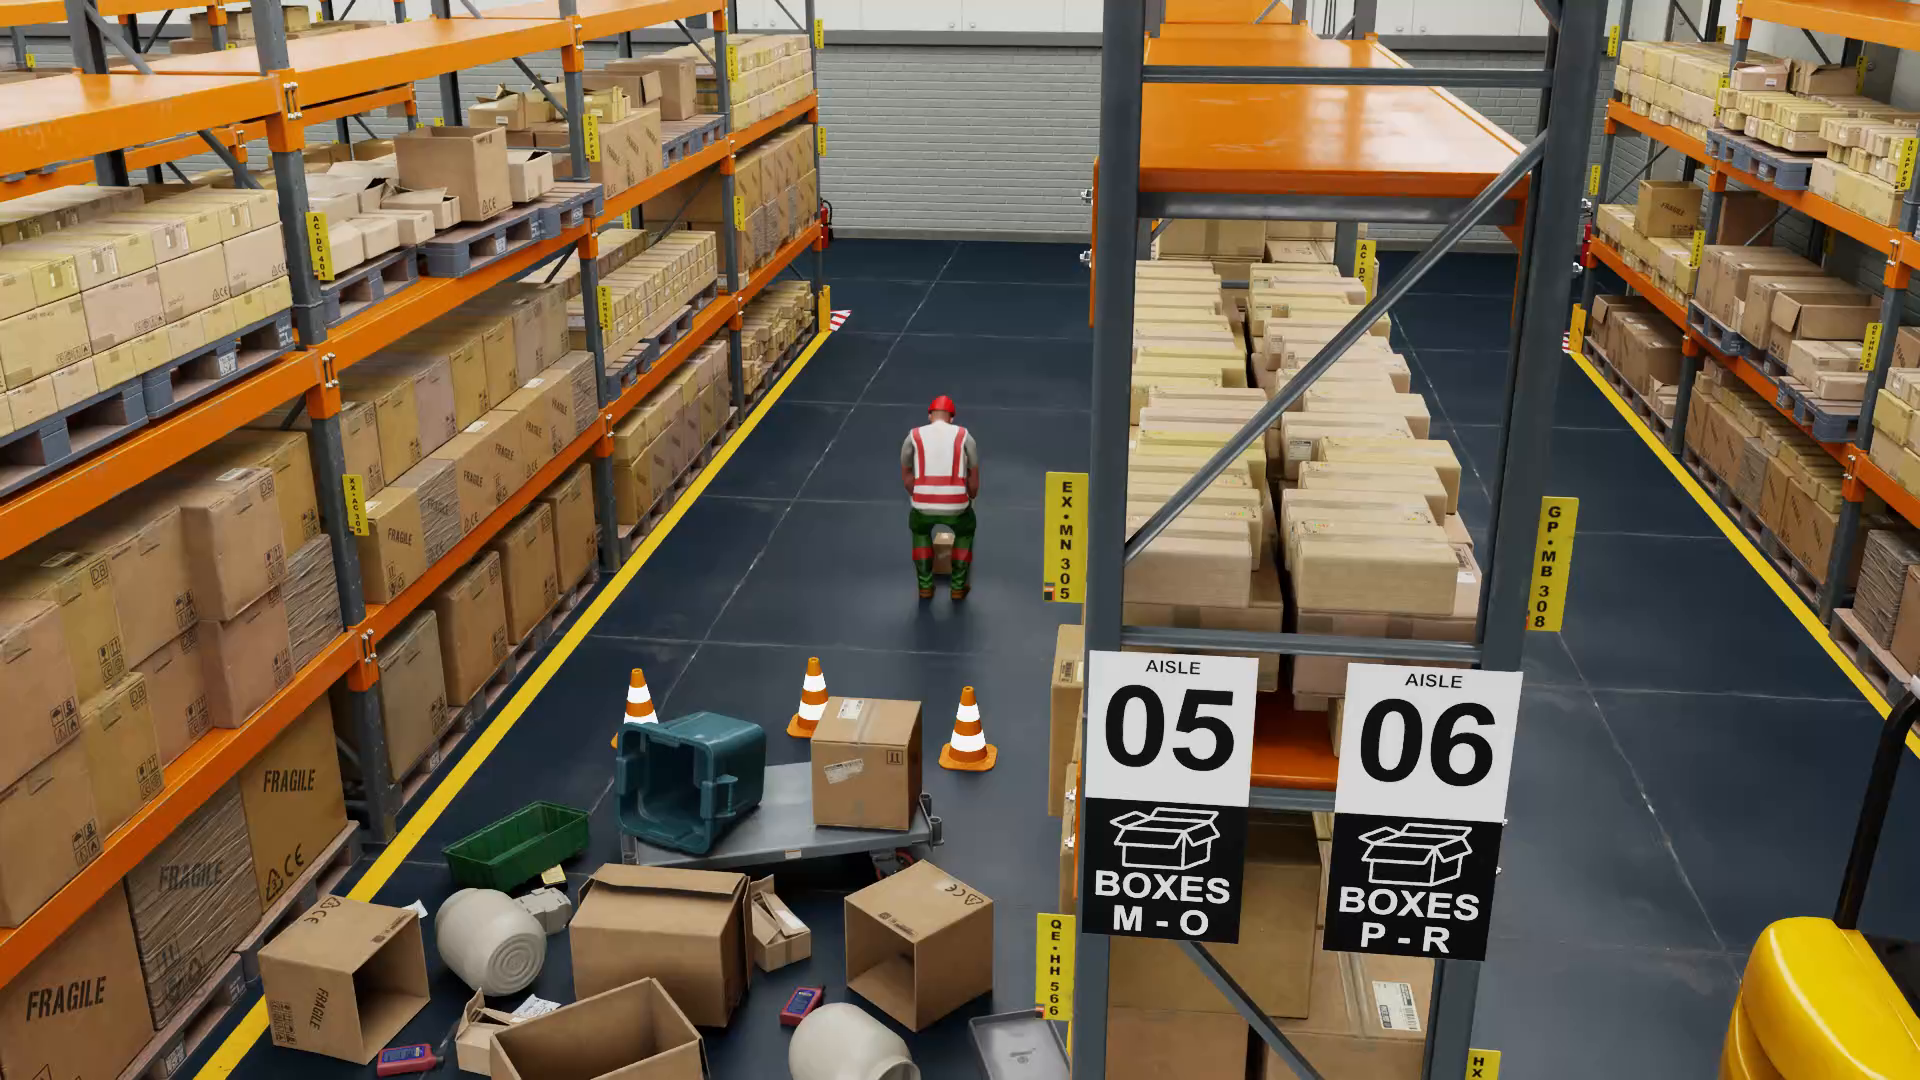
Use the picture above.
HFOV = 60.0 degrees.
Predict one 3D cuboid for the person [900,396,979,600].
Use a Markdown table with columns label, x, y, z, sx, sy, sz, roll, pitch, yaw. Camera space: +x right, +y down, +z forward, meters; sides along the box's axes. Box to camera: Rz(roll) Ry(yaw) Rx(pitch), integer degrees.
| label | x | y | z | sx | sy | sz | roll | pitch | yaw |
| --- | --- | --- | --- | --- | --- | --- | --- | --- | --- |
| person | -0.158 | -0.304 | 12.329 | 0.583 | 1.442 | 0.750 | 3 | 21 | 7 |
